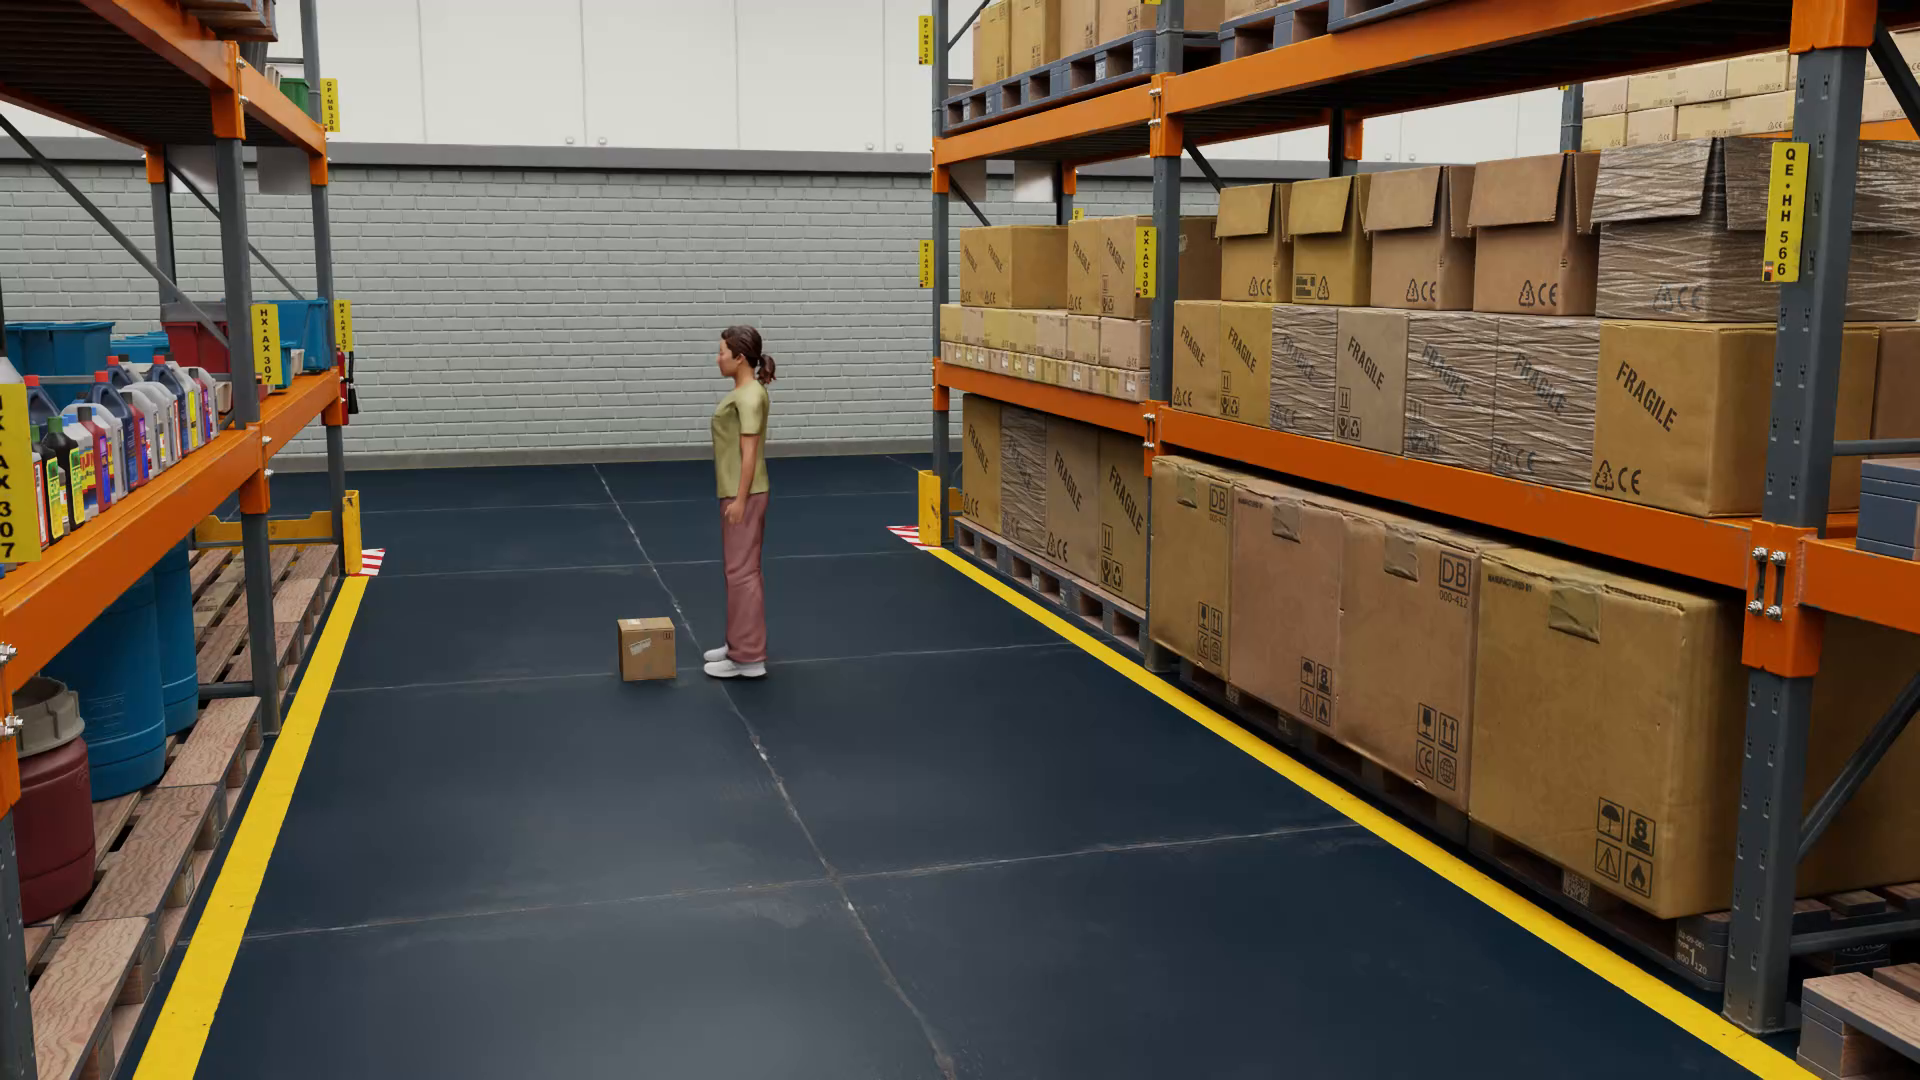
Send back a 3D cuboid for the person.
[{"bbox_3d":[-1.068,-0.194,8.045,0.396,1.679,0.521,-1,9,-6],"label":"person"}]
